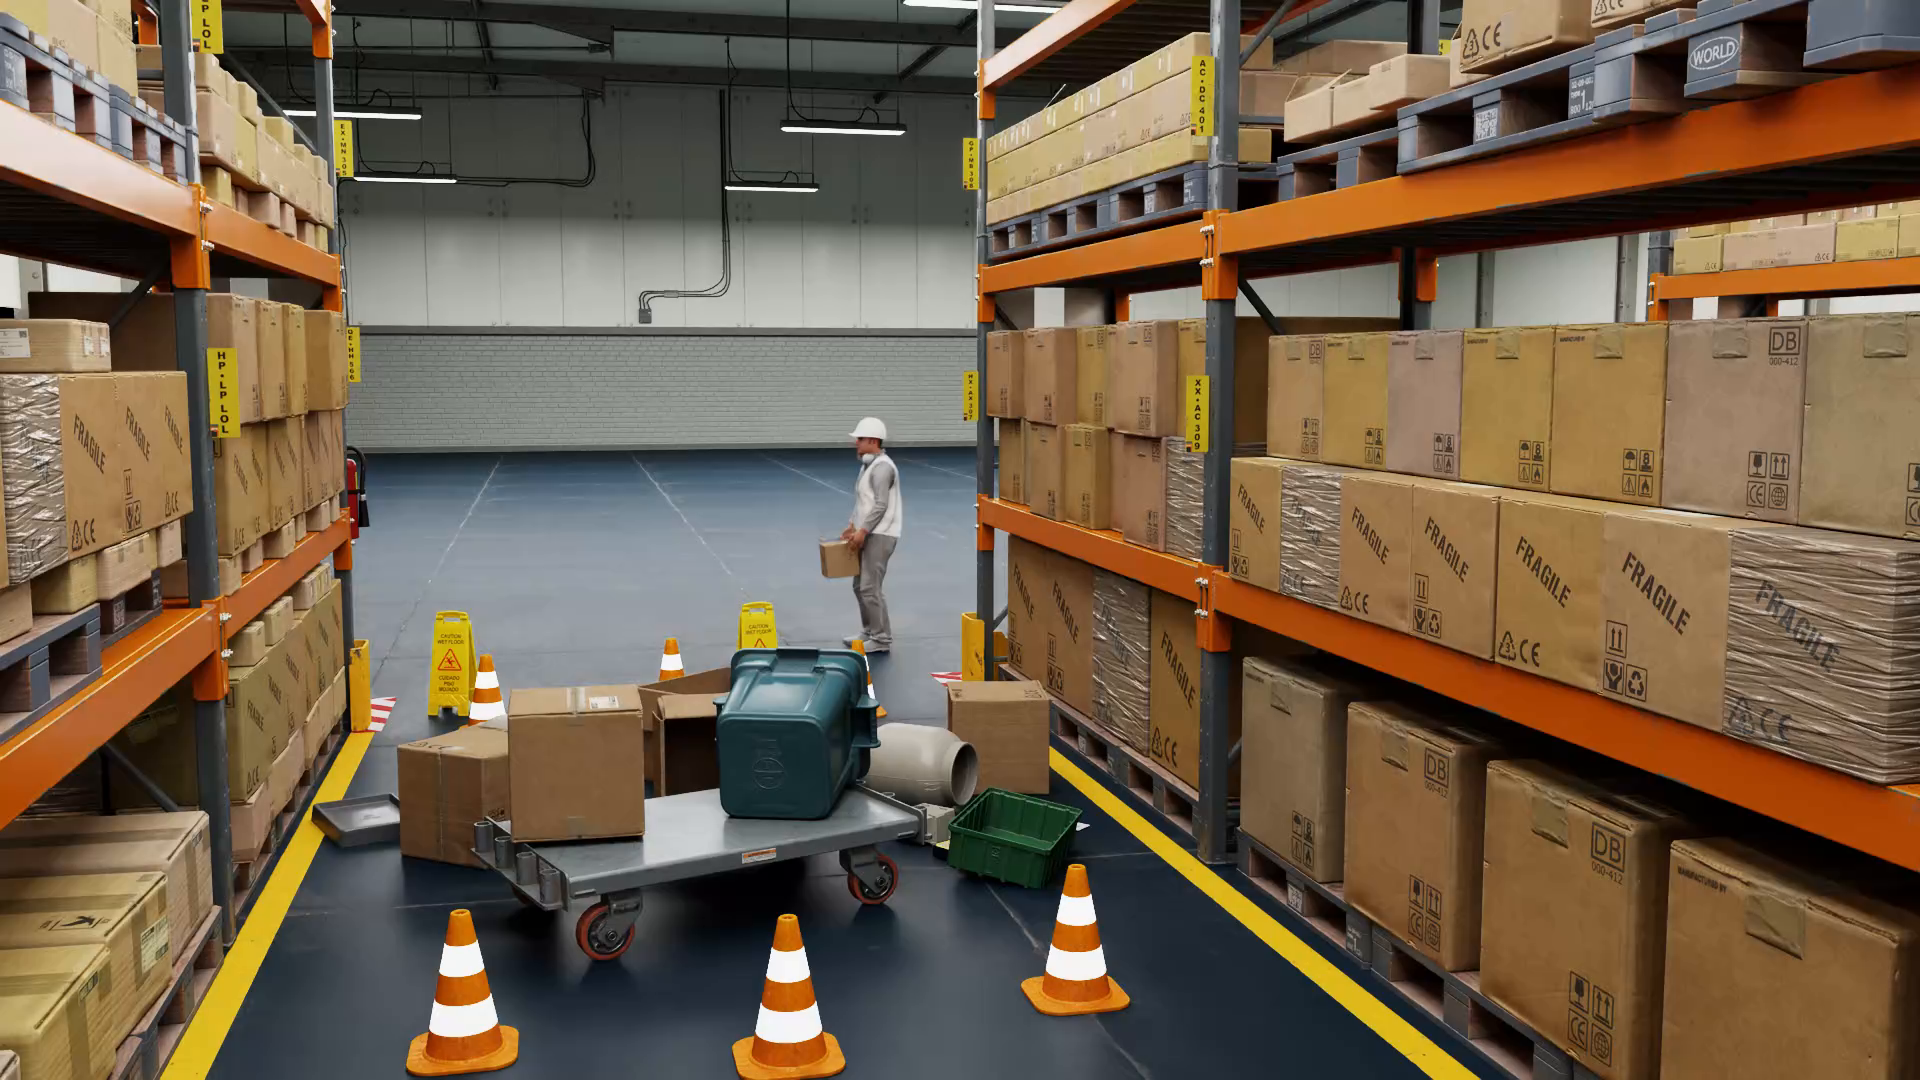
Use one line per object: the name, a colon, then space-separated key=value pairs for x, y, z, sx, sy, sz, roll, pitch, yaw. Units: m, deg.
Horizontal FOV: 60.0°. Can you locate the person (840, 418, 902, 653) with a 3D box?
person: x=-0.669 y=-0.044 z=12.701 sx=0.446 sy=1.779 sz=0.551 roll=-2 pitch=6 yaw=-15
